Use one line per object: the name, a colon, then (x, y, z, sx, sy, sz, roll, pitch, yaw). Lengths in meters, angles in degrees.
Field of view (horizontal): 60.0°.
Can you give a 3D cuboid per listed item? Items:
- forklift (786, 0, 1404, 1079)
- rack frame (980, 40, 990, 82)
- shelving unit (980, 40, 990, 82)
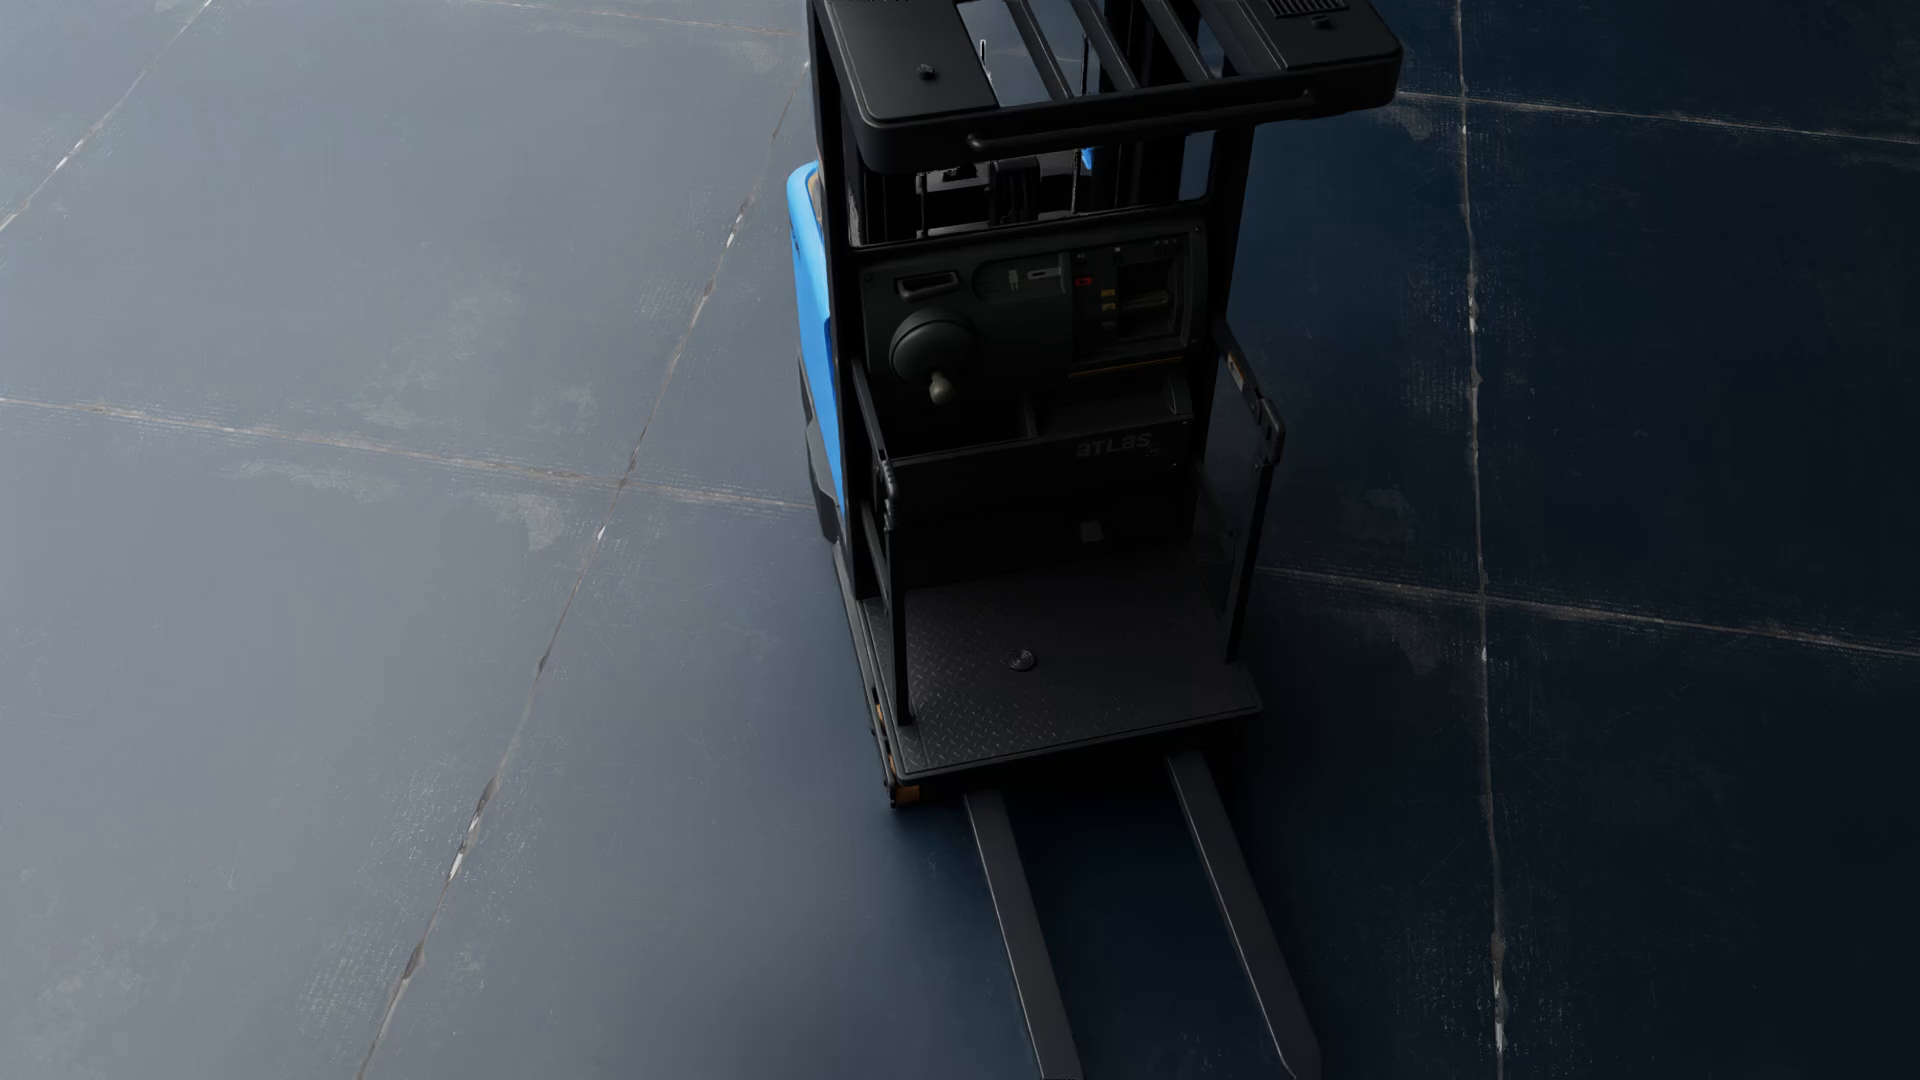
forklift: (0.252, -0.500, 4.229, 1.130, 2.935, 3.031, -10, 49, -9)
rack frame: (0.087, -1.193, 6.005, 0.015, 1.200, 0.240, -3, 44, -3)
shelving unit: (-0.157, -1.181, 5.994, 0.503, 1.200, 0.258, -3, 44, -3)
